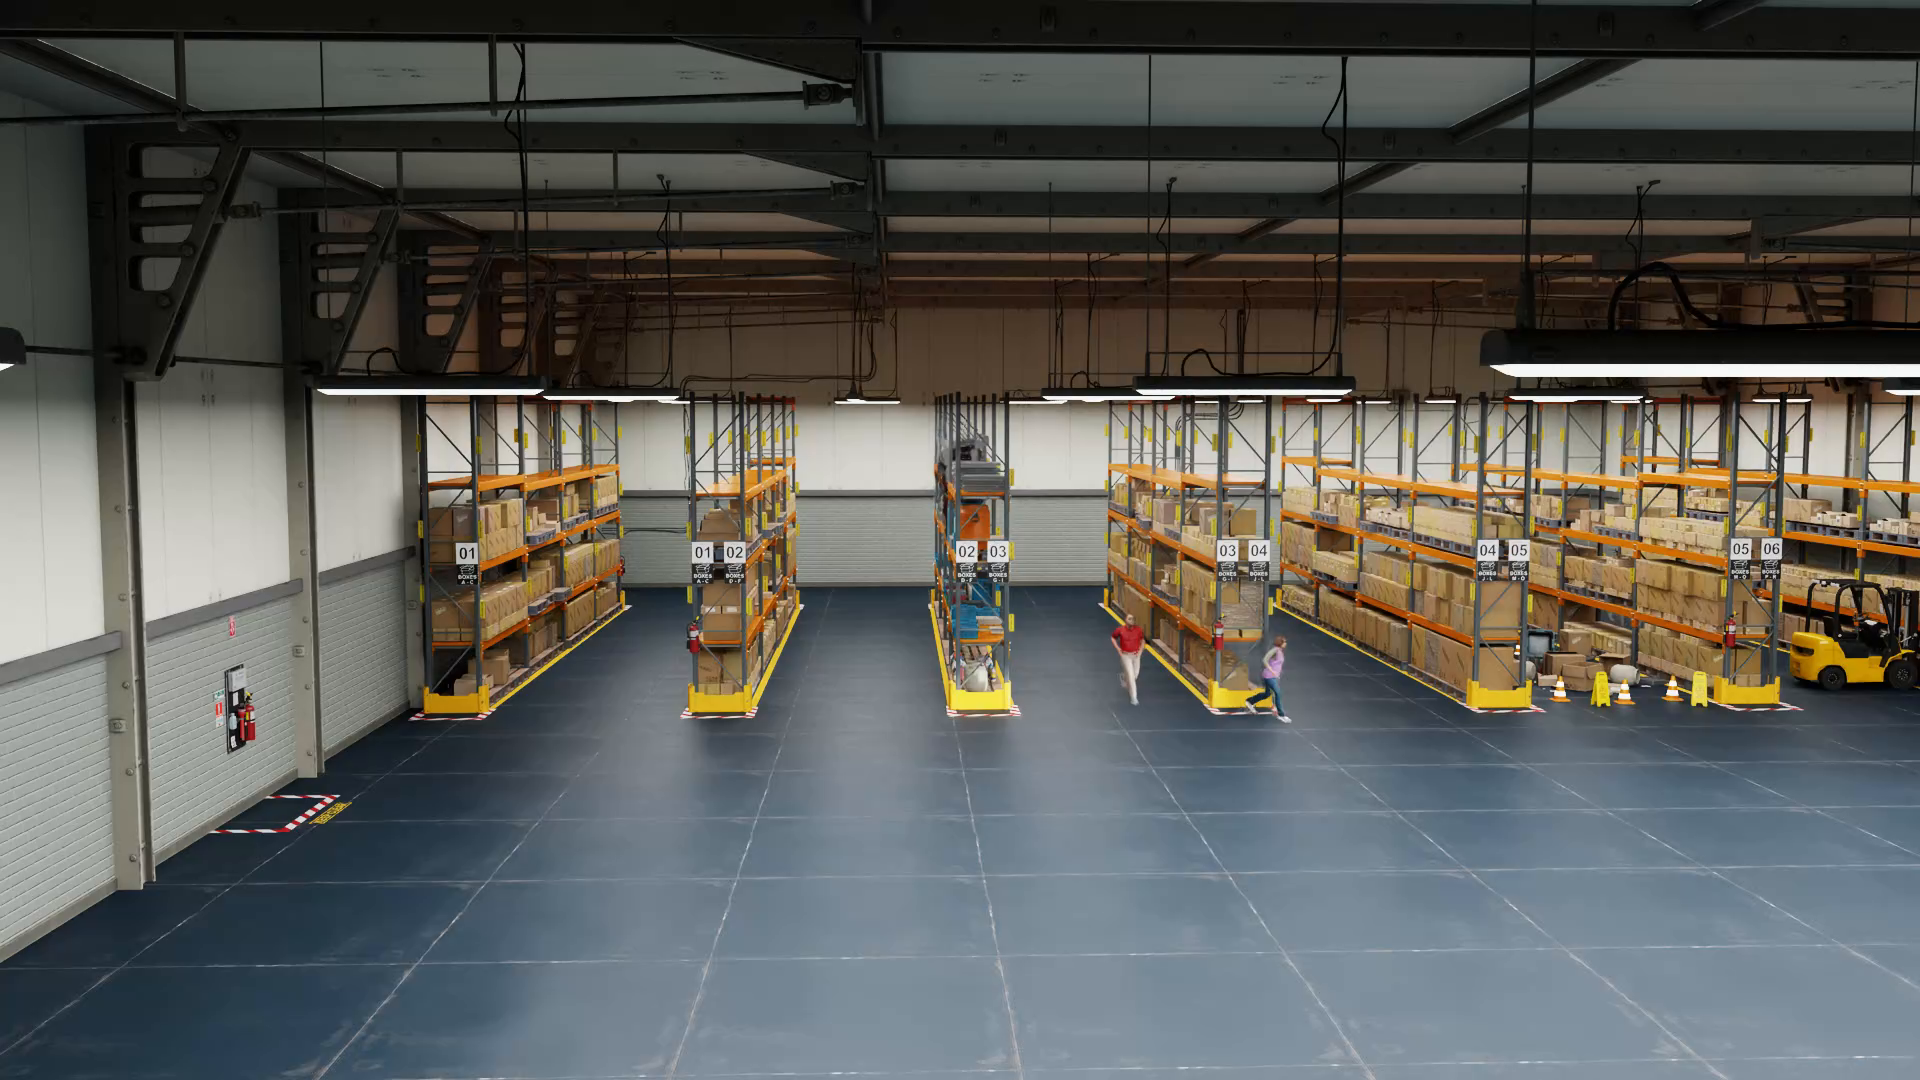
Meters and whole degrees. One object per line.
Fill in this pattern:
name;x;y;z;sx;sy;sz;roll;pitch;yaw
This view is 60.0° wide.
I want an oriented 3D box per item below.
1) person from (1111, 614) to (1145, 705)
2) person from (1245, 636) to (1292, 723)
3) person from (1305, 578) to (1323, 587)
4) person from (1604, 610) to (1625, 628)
person;3.309;2.301;32.452;0.637;1.729;1.079;-2;5;-21
person;5.618;2.515;30.310;0.920;1.577;0.547;3;5;32
person;10.333;0.982;48.745;0.922;1.657;0.674;3;6;34
person;16.897;1.399;42.959;0.671;1.742;0.732;-1;5;-9
